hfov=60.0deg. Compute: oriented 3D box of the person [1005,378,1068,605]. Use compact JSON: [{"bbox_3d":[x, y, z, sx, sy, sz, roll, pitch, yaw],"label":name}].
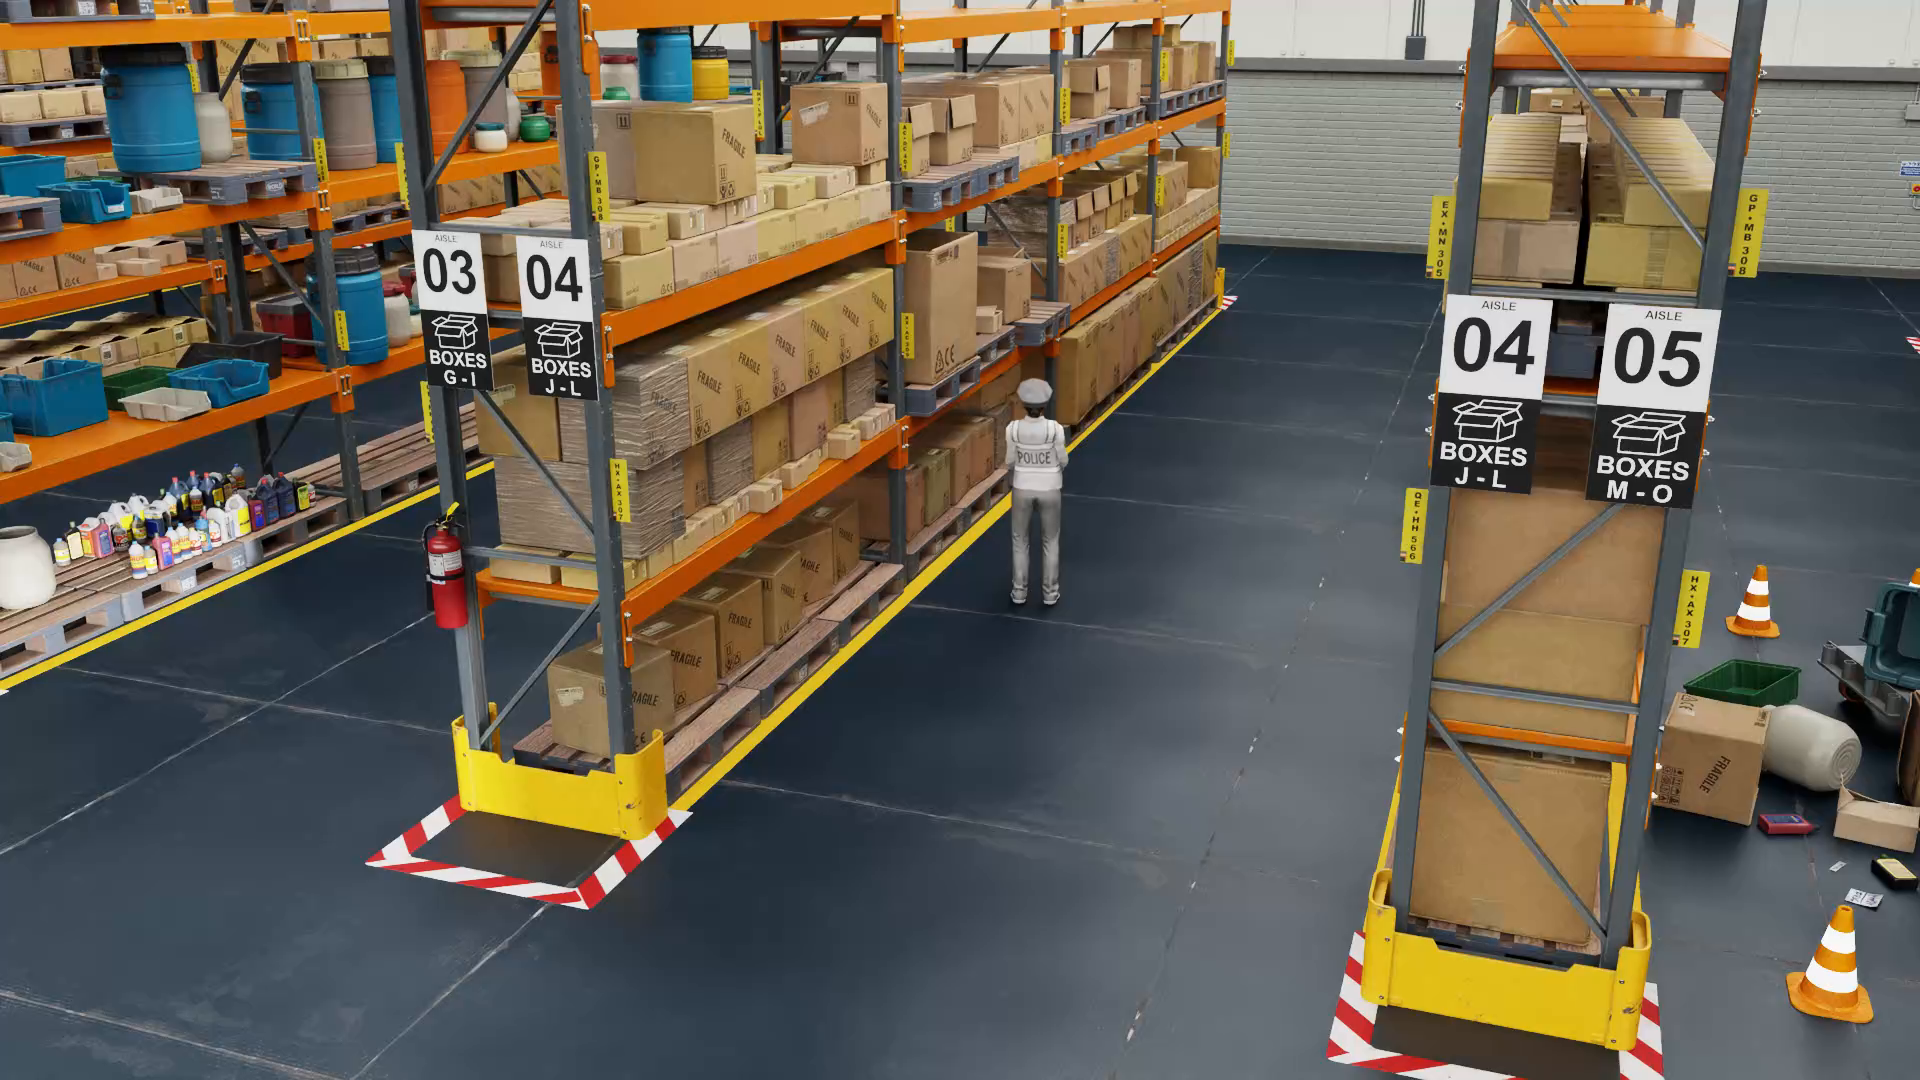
[{"bbox_3d":[0.554,-0.371,12.111,0.461,1.687,0.562,2,19,5],"label":"person"}]
